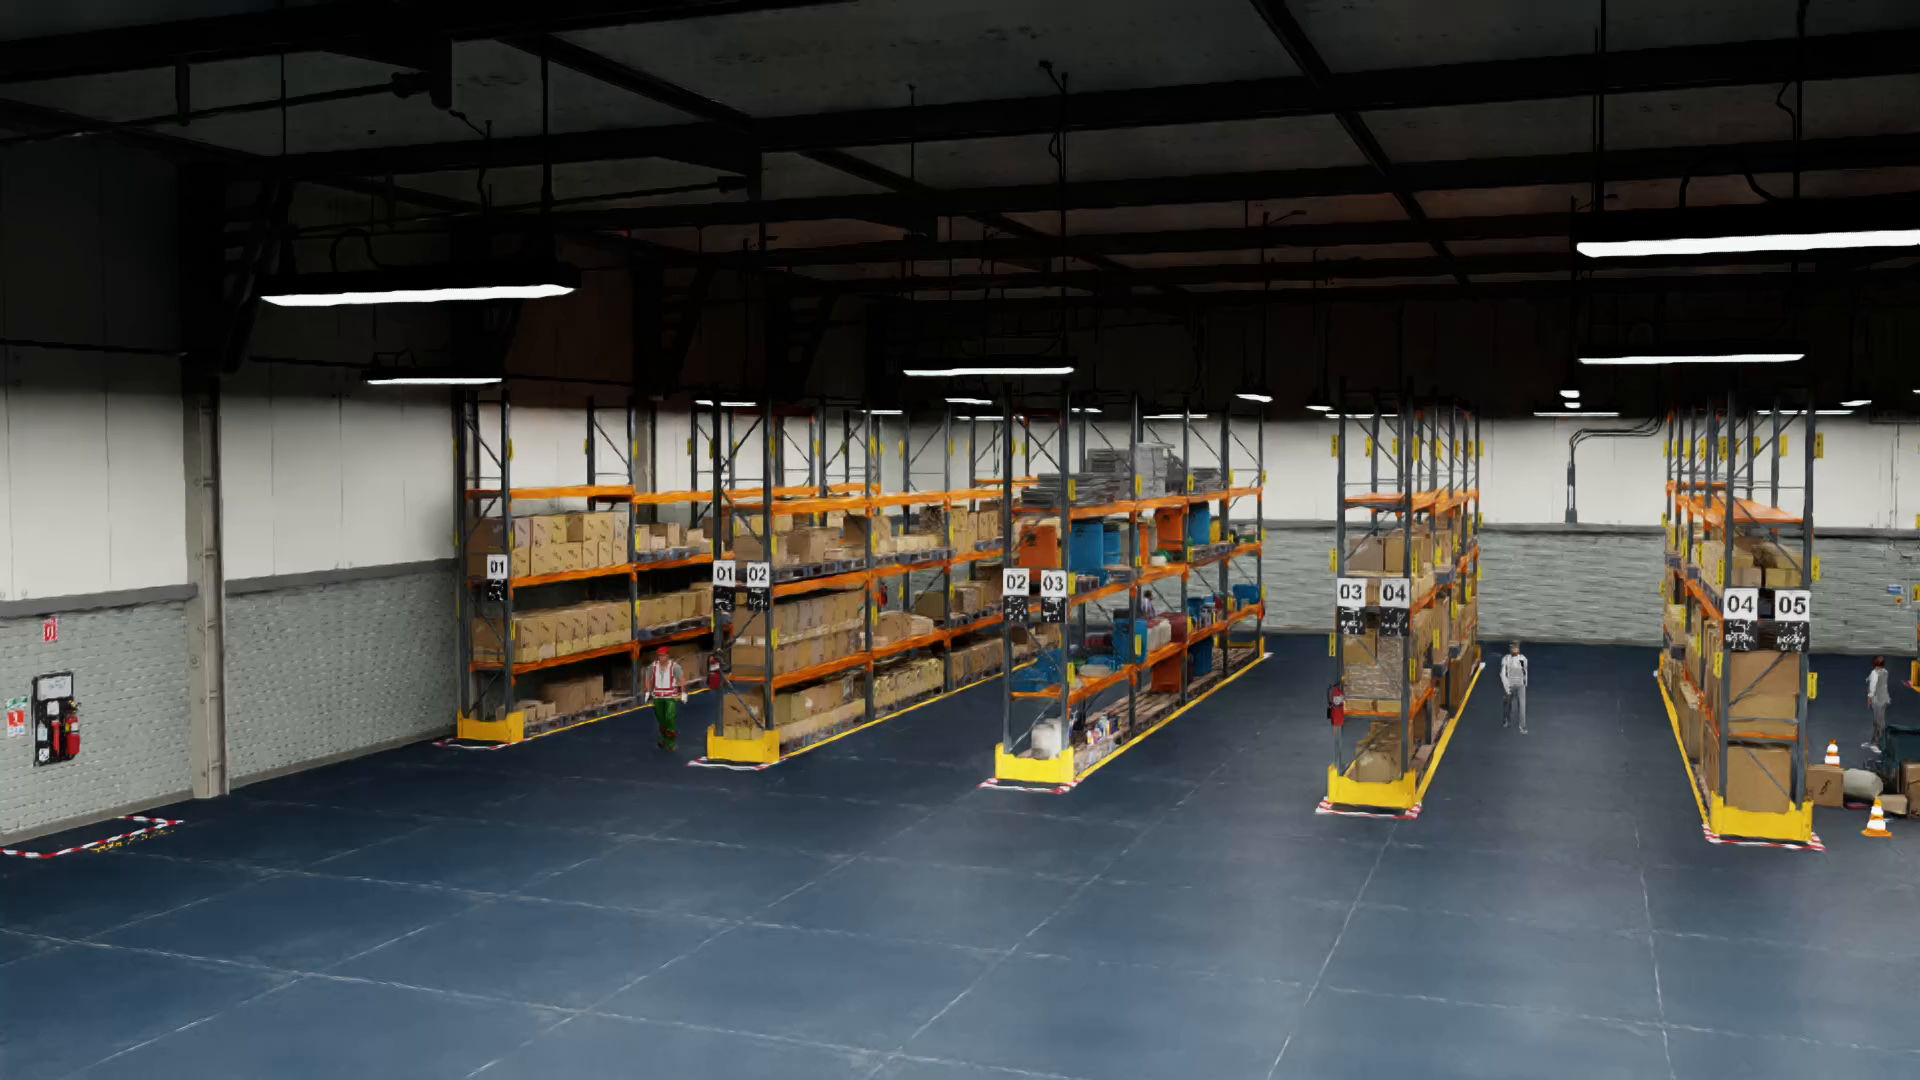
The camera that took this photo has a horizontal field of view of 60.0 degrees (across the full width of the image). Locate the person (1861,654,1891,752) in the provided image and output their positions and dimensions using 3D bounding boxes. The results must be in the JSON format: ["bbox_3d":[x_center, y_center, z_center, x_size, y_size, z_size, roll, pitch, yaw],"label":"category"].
[{"bbox_3d":[15.139,2.679,27.464,0.522,1.592,0.527,-3,4,-40],"label":"person"}]

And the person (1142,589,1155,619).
[{"bbox_3d":[4.483,1.992,39.499,0.445,1.657,0.576,0,3,-1],"label":"person"}]

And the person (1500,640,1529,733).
[{"bbox_3d":[9.789,2.555,29.383,0.483,1.621,0.995,1,3,12],"label":"person"}]

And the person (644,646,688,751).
[{"bbox_3d":[-4.882,2.608,27.607,0.672,1.748,0.776,0,3,7],"label":"person"}]
